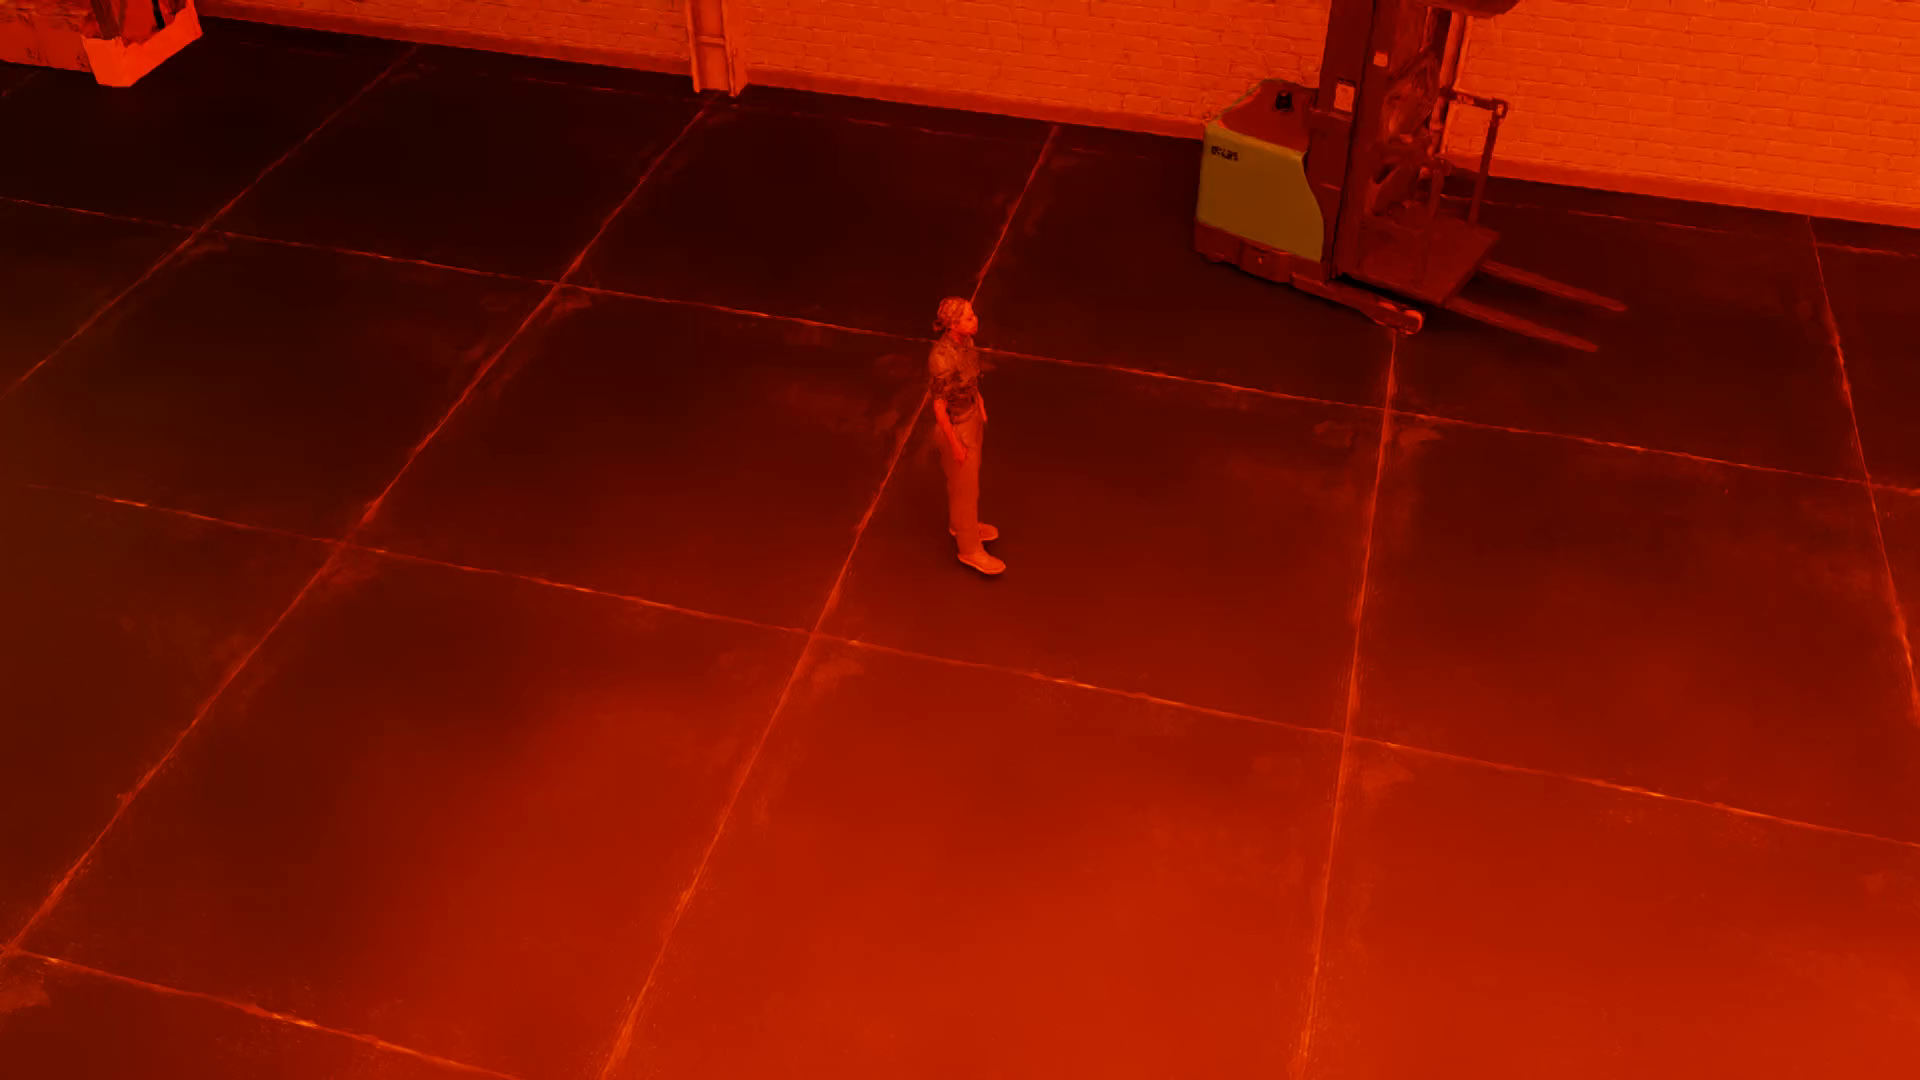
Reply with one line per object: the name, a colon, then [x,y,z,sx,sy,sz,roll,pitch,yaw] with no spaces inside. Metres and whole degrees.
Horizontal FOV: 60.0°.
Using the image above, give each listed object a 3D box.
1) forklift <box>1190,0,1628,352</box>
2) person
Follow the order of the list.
forklift: [3.232,-2.956,11.234,3.031,2.935,1.130,25,47,26]
person: [0.079,-0.630,9.478,0.504,1.654,0.570,10,42,11]
